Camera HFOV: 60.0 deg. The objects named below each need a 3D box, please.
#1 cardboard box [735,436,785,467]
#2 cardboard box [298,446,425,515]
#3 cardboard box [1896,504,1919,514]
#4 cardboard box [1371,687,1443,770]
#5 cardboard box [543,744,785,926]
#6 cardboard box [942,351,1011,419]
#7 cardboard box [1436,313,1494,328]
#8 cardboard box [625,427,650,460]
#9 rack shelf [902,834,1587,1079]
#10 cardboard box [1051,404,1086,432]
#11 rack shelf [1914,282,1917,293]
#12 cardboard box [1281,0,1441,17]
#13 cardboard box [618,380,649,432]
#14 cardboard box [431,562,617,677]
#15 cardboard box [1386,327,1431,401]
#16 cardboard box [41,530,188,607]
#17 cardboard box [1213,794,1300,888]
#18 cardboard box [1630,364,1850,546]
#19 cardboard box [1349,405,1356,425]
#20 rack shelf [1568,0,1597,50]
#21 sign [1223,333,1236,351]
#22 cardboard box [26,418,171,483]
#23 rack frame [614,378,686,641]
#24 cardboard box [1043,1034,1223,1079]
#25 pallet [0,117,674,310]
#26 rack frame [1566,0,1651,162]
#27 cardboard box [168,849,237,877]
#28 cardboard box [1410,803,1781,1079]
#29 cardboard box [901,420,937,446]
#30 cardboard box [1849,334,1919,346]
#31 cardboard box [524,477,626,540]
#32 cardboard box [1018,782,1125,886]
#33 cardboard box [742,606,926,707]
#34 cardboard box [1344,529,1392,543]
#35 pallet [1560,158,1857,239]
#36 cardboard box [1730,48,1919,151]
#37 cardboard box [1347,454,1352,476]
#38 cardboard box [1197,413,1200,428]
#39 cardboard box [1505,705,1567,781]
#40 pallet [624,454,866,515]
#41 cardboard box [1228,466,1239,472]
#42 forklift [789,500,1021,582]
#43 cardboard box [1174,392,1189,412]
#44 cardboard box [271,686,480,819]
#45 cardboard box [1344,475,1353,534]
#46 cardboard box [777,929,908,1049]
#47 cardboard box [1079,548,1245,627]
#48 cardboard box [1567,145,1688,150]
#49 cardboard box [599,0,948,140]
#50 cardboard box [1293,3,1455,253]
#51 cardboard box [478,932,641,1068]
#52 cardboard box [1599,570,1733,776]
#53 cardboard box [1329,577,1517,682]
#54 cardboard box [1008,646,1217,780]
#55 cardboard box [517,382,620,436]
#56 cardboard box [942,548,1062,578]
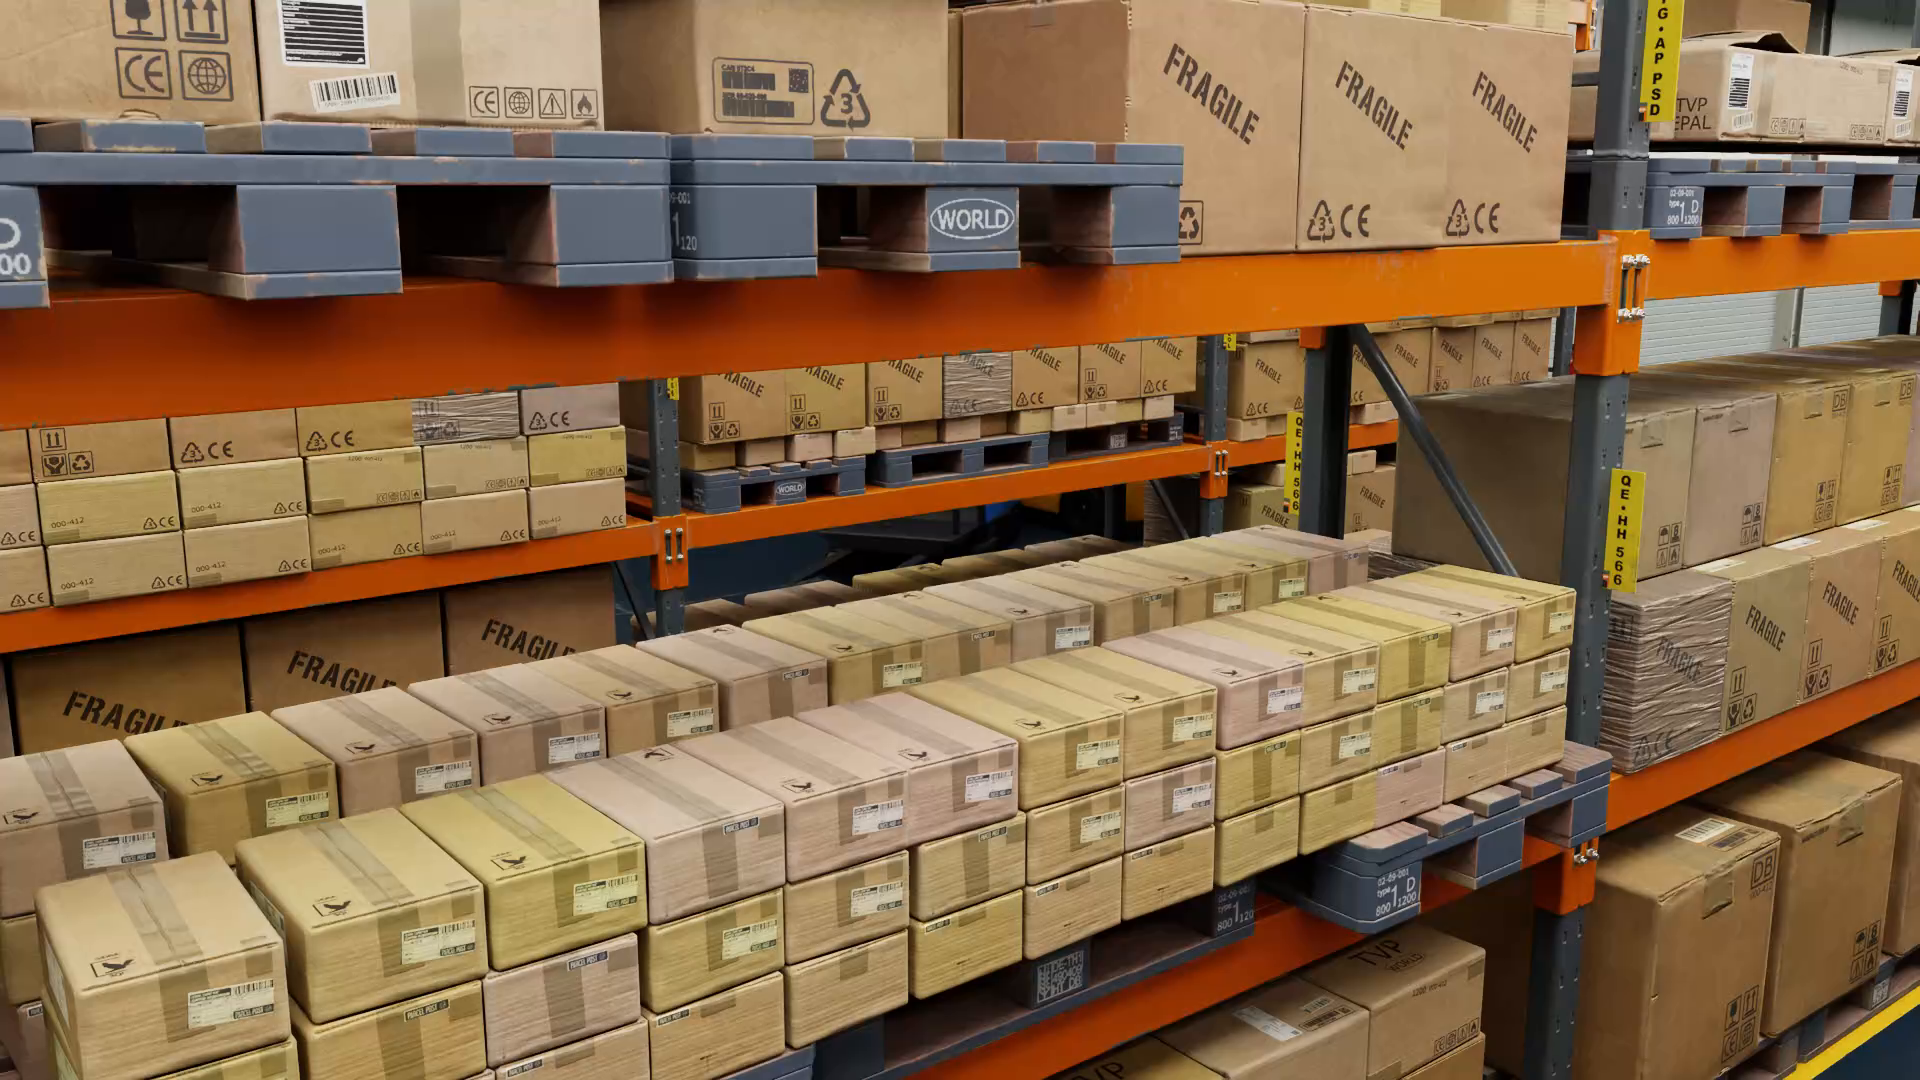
[{"bbox_3d":[-1.144,-0.499,8.849,0.250,0.149,0.380,-11,16,-41],"label":"cardboard box"},{"bbox_3d":[-2.760,-0.303,7.492,0.500,0.250,0.500,-10,16,-39],"label":"cardboard box"},{"bbox_3d":[3.509,0.091,6.237,0.500,0.500,0.500,-9,15,-37],"label":"cardboard box"},{"bbox_3d":[0.903,0.396,3.918,0.250,0.149,0.380,-9,15,-36],"label":"cardboard box"},{"bbox_3d":[-0.501,0.484,2.790,0.250,0.149,0.380,-10,15,-38],"label":"cardboard box"},{"bbox_3d":[-0.051,-0.996,9.629,0.500,0.500,0.500,-10,16,-40],"label":"cardboard box"},{"bbox_3d":[3.495,-1.845,12.234,0.500,0.500,0.700,-10,15,-38],"label":"cardboard box"},{"bbox_3d":[-1.647,-0.536,9.025,0.250,0.149,0.380,-9,15,-36],"label":"cardboard box"},{"bbox_3d":[-0.146,1.028,3.796,4.000,0.370,1.077,-9,15,-38],"label":"rack shelf"},{"bbox_3d":[0.546,-0.759,10.073,0.250,0.149,0.380,-9,15,-37],"label":"cardboard box"},{"bbox_3d":[6.101,-1.477,8.373,4.000,0.370,1.077,-9,15,-38],"label":"rack shelf"},{"bbox_3d":[0.871,-1.310,3.772,0.258,0.266,0.396,-9,15,-38],"label":"cardboard box"},{"bbox_3d":[-1.574,-0.877,9.068,0.500,0.500,0.500,-10,16,-39],"label":"cardboard box"},{"bbox_3d":[-2.347,0.537,8.481,0.875,0.875,0.875,-10,15,-38],"label":"cardboard box"},{"bbox_3d":[3.045,-1.299,12.067,0.500,0.500,0.500,-9,15,-37],"label":"cardboard box"},{"bbox_3d":[-3.557,0.074,6.920,0.500,0.250,0.500,-10,15,-38],"label":"cardboard box"},{"bbox_3d":[0.516,0.605,3.650,0.250,0.149,0.380,-10,16,-40],"label":"cardboard box"},{"bbox_3d":[2.566,-0.310,5.721,0.500,0.500,0.700,-10,15,-39],"label":"cardboard box"},{"bbox_3d":[2.571,-0.905,11.772,0.250,0.149,0.380,-10,15,-38],"label":"cardboard box"},{"bbox_3d":[2.930,-3.732,11.781,4.000,0.370,1.077,-9,15,-38],"label":"rack shelf"},{"bbox_3d":[1.717,-1.369,10.565,0.005,0.325,0.100,-9,15,-38],"label":"sign"},{"bbox_3d":[-3.583,-0.537,6.790,0.500,0.500,0.500,-10,16,-39],"label":"cardboard box"},{"bbox_3d":[-1.756,-0.373,8.663,0.127,3.000,1.000,-9,15,-38],"label":"rack frame"},{"bbox_3d":[0.251,1.329,3.848,0.500,0.250,0.500,-9,15,-36],"label":"cardboard box"},{"bbox_3d":[-1.159,-0.502,2.503,1.003,0.211,1.213,-9,15,-38],"label":"pallet"},{"bbox_3d":[1.416,-2.518,4.320,0.127,3.000,1.000,-9,15,-38],"label":"rack frame"},{"bbox_3d":[-1.315,0.590,3.007,0.250,0.149,0.380,-9,15,-37],"label":"cardboard box"},{"bbox_3d":[1.947,1.248,5.437,0.750,0.750,1.050,-10,15,-38],"label":"cardboard box"},{"bbox_3d":[-0.338,-0.646,9.543,0.250,0.149,0.380,-9,15,-35],"label":"cardboard box"},{"bbox_3d":[4.155,-0.575,6.966,0.500,0.500,0.700,-10,15,-39],"label":"cardboard box"},{"bbox_3d":[-1.988,-0.192,8.171,0.500,0.250,0.500,-10,16,-40],"label":"cardboard box"},{"bbox_3d":[0.107,0.528,3.298,0.250,0.149,0.380,-10,15,-39],"label":"cardboard box"},{"bbox_3d":[-0.289,0.275,3.776,0.250,0.149,0.380,-10,15,-38],"label":"cardboard box"},{"bbox_3d":[2.503,0.245,9.947,0.500,0.500,0.500,-9,15,-38],"label":"cardboard box"},{"bbox_3d":[1.885,-1.050,5.086,1.003,0.211,1.213,-9,15,-35],"label":"pallet"},{"bbox_3d":[2.911,-1.451,5.481,0.500,0.311,0.500,-10,15,-39],"label":"cardboard box"},{"bbox_3d":[2.533,-0.543,11.704,0.250,0.149,0.380,-9,15,-35],"label":"cardboard box"},{"bbox_3d":[1.619,-0.894,11.720,0.250,0.149,0.380,-9,15,-36],"label":"cardboard box"},{"bbox_3d":[1.318,0.473,4.274,0.250,0.149,0.380,-9,15,-37],"label":"cardboard box"},{"bbox_3d":[-1.266,-0.389,9.200,1.003,0.211,1.213,-9,15,-38],"label":"pallet"},{"bbox_3d":[2.058,-0.306,12.150,0.500,0.500,0.500,-9,15,-37],"label":"cardboard box"},{"bbox_3d":[-0.420,-1.207,12.758,1.130,2.935,3.031,4,13,18],"label":"forklift"},{"bbox_3d":[1.560,-1.184,11.527,0.500,0.500,0.500,-10,16,-39],"label":"cardboard box"},{"bbox_3d":[-1.104,0.410,3.136,0.250,0.149,0.380,-10,16,-39],"label":"cardboard box"},{"bbox_3d":[2.408,-0.223,11.762,0.500,0.500,0.500,-9,15,-35],"label":"cardboard box"},{"bbox_3d":[-0.307,0.743,3.003,0.250,0.149,0.380,-10,16,-40],"label":"cardboard box"},{"bbox_3d":[0.531,0.138,4.417,0.250,0.149,0.380,-10,15,-38],"label":"cardboard box"},{"bbox_3d":[2.044,-1.445,5.455,0.500,0.311,0.500,-9,15,-38],"label":"cardboard box"},{"bbox_3d":[-0.419,-0.966,2.977,0.637,0.503,0.797,-10,15,-38],"label":"cardboard box"},{"bbox_3d":[0.746,-0.917,3.763,0.500,0.500,0.500,-9,15,-38],"label":"cardboard box"},{"bbox_3d":[-0.710,0.664,2.658,0.250,0.149,0.380,-9,15,-36],"label":"cardboard box"},{"bbox_3d":[1.935,0.354,5.001,0.500,0.500,0.500,-9,15,-37],"label":"cardboard box"},{"bbox_3d":[1.122,0.214,4.063,0.250,0.149,0.380,-10,15,-38],"label":"cardboard box"},{"bbox_3d":[0.308,0.349,3.426,0.250,0.149,0.380,-9,15,-35],"label":"cardboard box"},{"bbox_3d":[-1.996,-0.801,8.033,0.500,0.500,0.500,-10,16,-39],"label":"cardboard box"},{"bbox_3d":[0.401,0.350,10.572,0.625,0.372,0.950,-8,15,-34],"label":"cardboard box"}]
